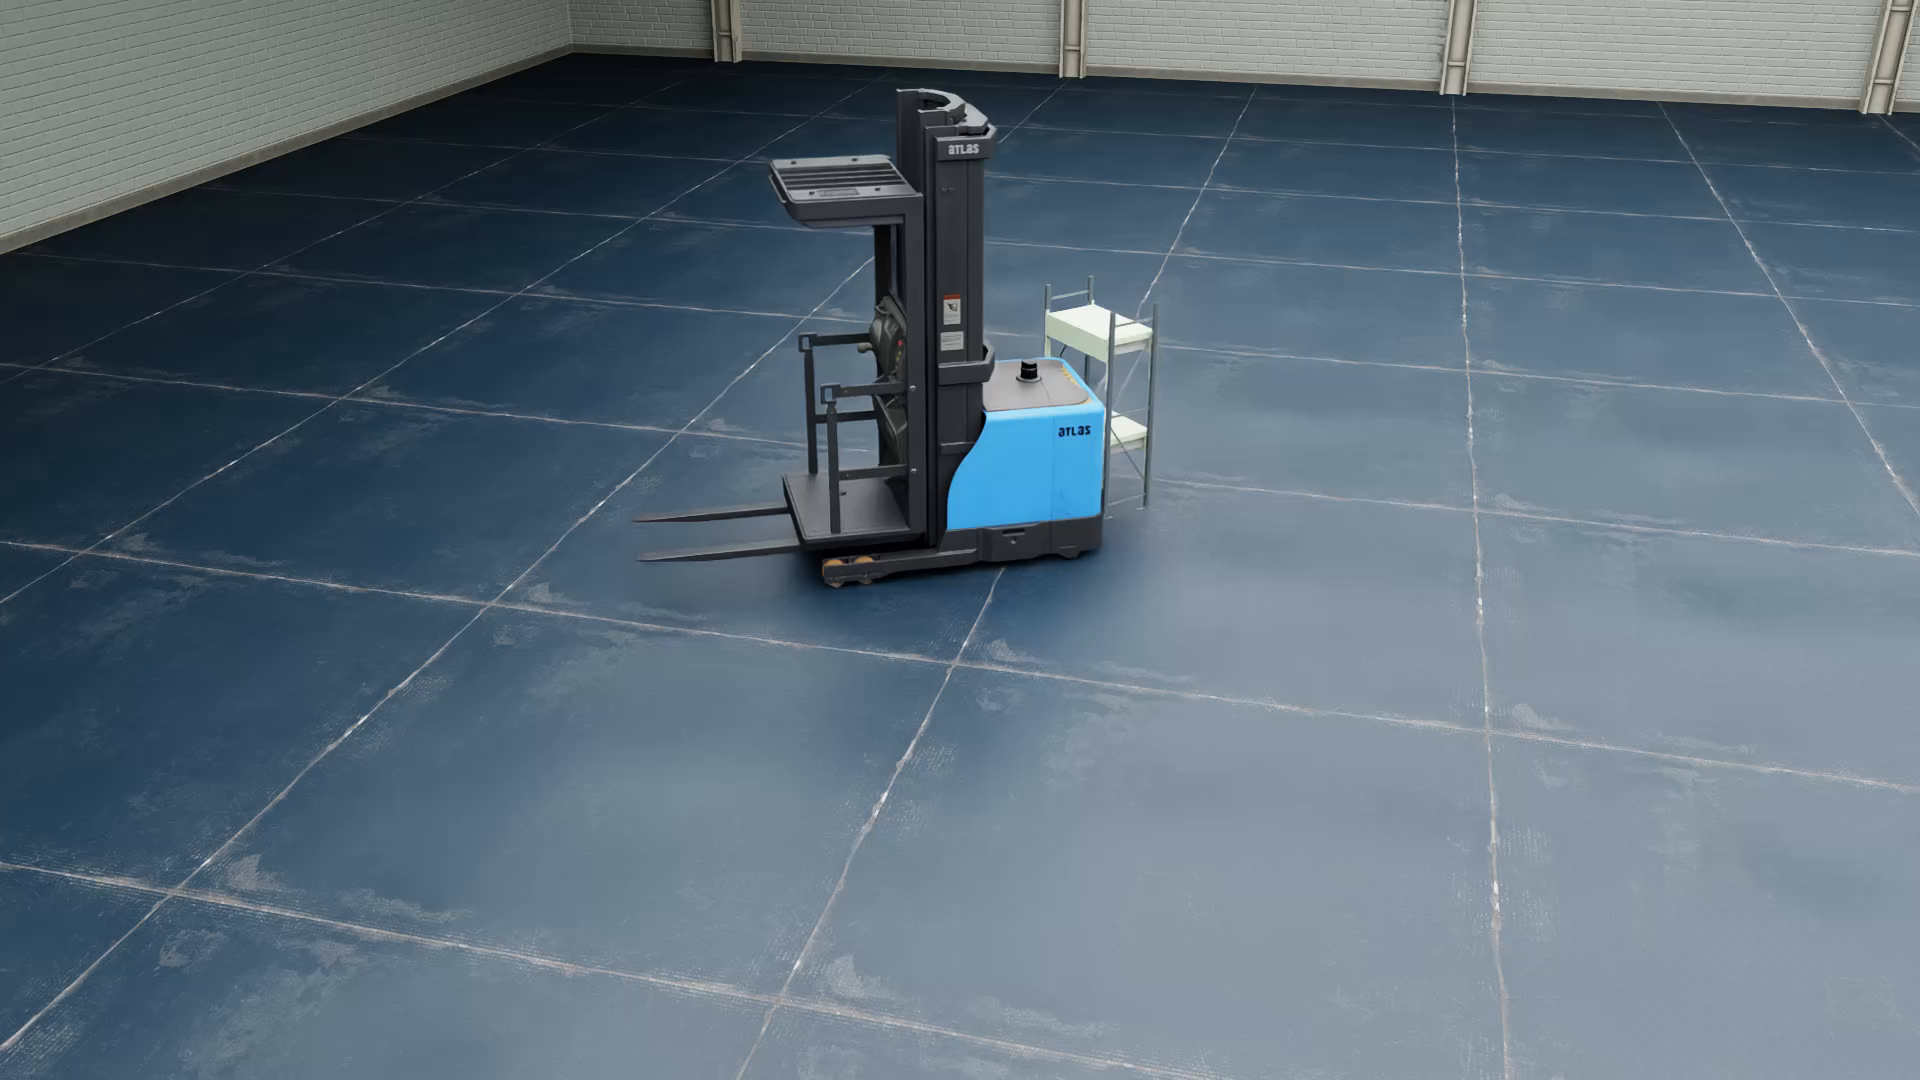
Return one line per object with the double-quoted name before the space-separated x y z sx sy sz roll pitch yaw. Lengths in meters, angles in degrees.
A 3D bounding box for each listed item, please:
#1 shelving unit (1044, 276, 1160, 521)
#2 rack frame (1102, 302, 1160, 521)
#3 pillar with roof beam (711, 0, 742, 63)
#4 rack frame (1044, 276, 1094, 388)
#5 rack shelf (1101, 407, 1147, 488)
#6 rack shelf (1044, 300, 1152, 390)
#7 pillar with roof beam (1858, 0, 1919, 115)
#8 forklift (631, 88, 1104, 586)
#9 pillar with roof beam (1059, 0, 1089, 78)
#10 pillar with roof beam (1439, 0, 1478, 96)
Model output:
"shelving unit" 0.959 -0.993 11.590 0.431 1.500 0.755 -15 29 -29
"rack frame" 1.157 -0.860 11.312 0.400 1.500 0.023 -15 29 -29
"pillar with roof beam" -5.043 -10.495 22.826 0.400 9.000 9.100 6 26 13
"rack frame" 0.762 -1.125 11.869 0.400 1.500 0.023 -15 29 -29
"rack shelf" 0.959 -0.698 11.730 0.431 0.370 0.720 -15 29 -29
"rack shelf" 0.959 -1.345 11.423 0.431 0.370 0.720 -15 29 -29
"pillar with roof beam" 12.390 -8.568 18.778 0.400 9.000 9.100 6 26 13
"forklift" -0.636 -1.278 10.524 3.031 2.935 1.130 -6 26 -12
"pillar with roof beam" 0.768 -9.853 21.477 0.400 9.000 9.100 6 26 13
"pillar with roof beam" 6.579 -9.210 20.128 0.400 9.000 9.100 6 26 13
